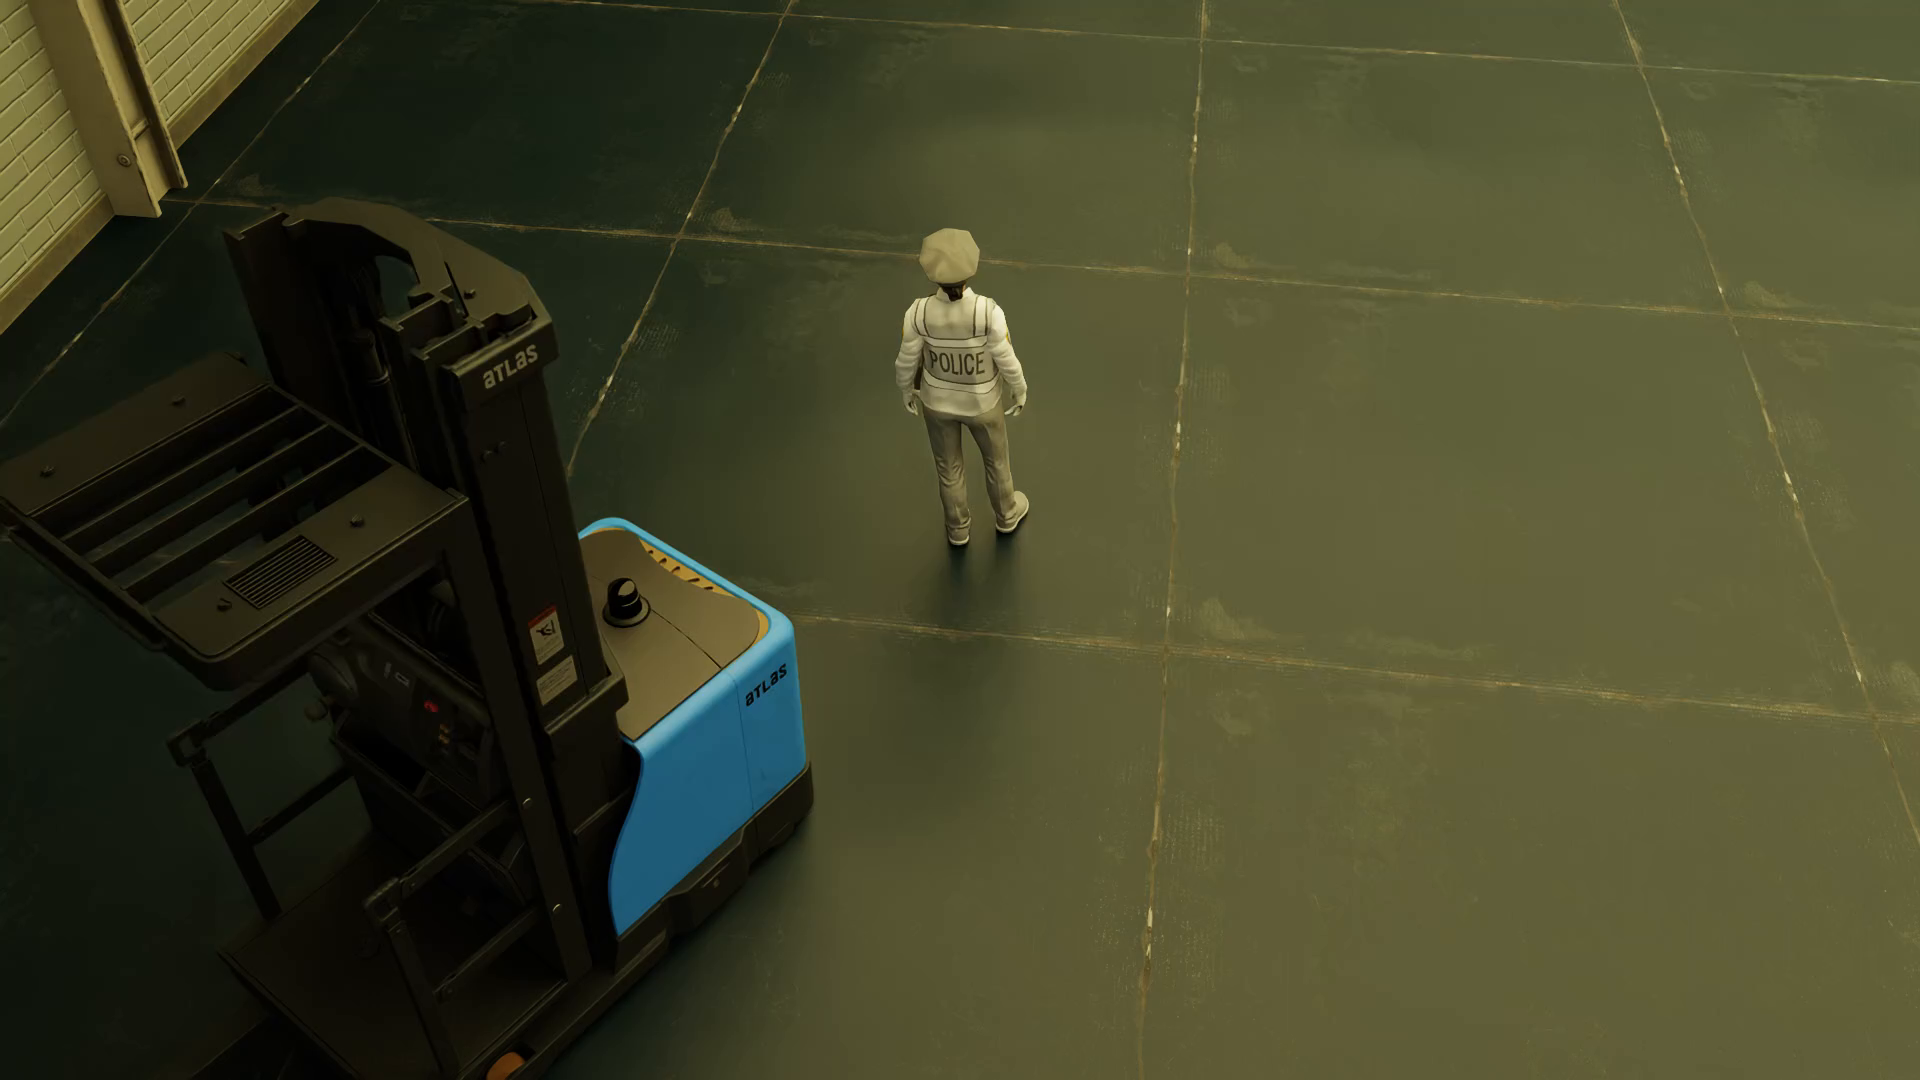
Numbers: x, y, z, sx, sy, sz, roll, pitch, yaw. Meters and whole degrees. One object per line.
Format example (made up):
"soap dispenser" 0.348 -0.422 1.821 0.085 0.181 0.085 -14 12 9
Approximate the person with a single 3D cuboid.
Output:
"person" 0.016 -0.675 7.363 0.587 1.694 0.529 5 43 6

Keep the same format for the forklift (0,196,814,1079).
"forklift" -1.893 0.582 5.091 1.130 2.935 3.031 28 50 27
